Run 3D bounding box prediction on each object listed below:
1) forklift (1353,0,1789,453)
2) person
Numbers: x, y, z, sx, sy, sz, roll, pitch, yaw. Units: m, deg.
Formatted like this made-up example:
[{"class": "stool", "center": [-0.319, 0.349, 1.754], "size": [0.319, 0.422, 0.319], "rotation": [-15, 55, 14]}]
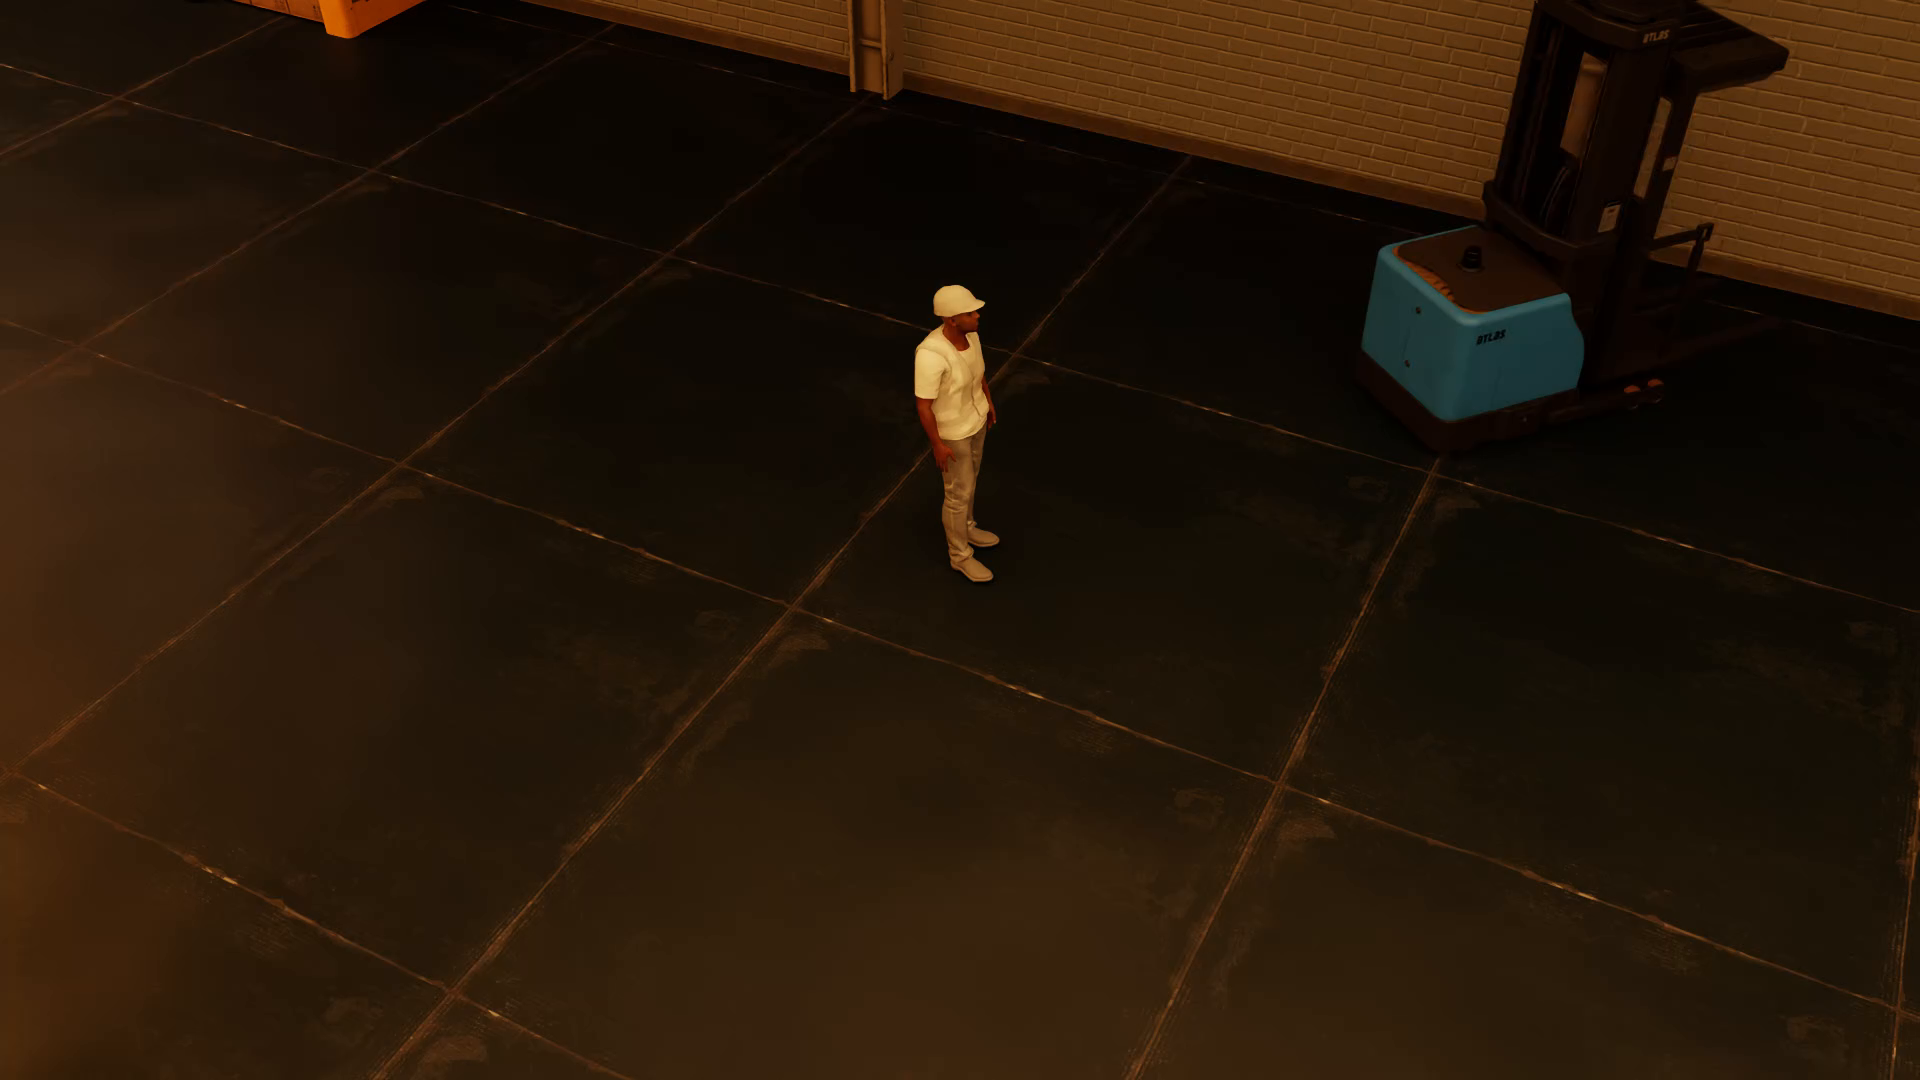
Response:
[{"class": "forklift", "center": [4.286, -2.305, 10.723], "size": [3.031, 2.935, 1.130], "rotation": [-15, 42, -17]}, {"class": "person", "center": [0.058, -0.657, 9.659], "size": [0.577, 1.765, 0.642], "rotation": [18, 43, 21]}]
